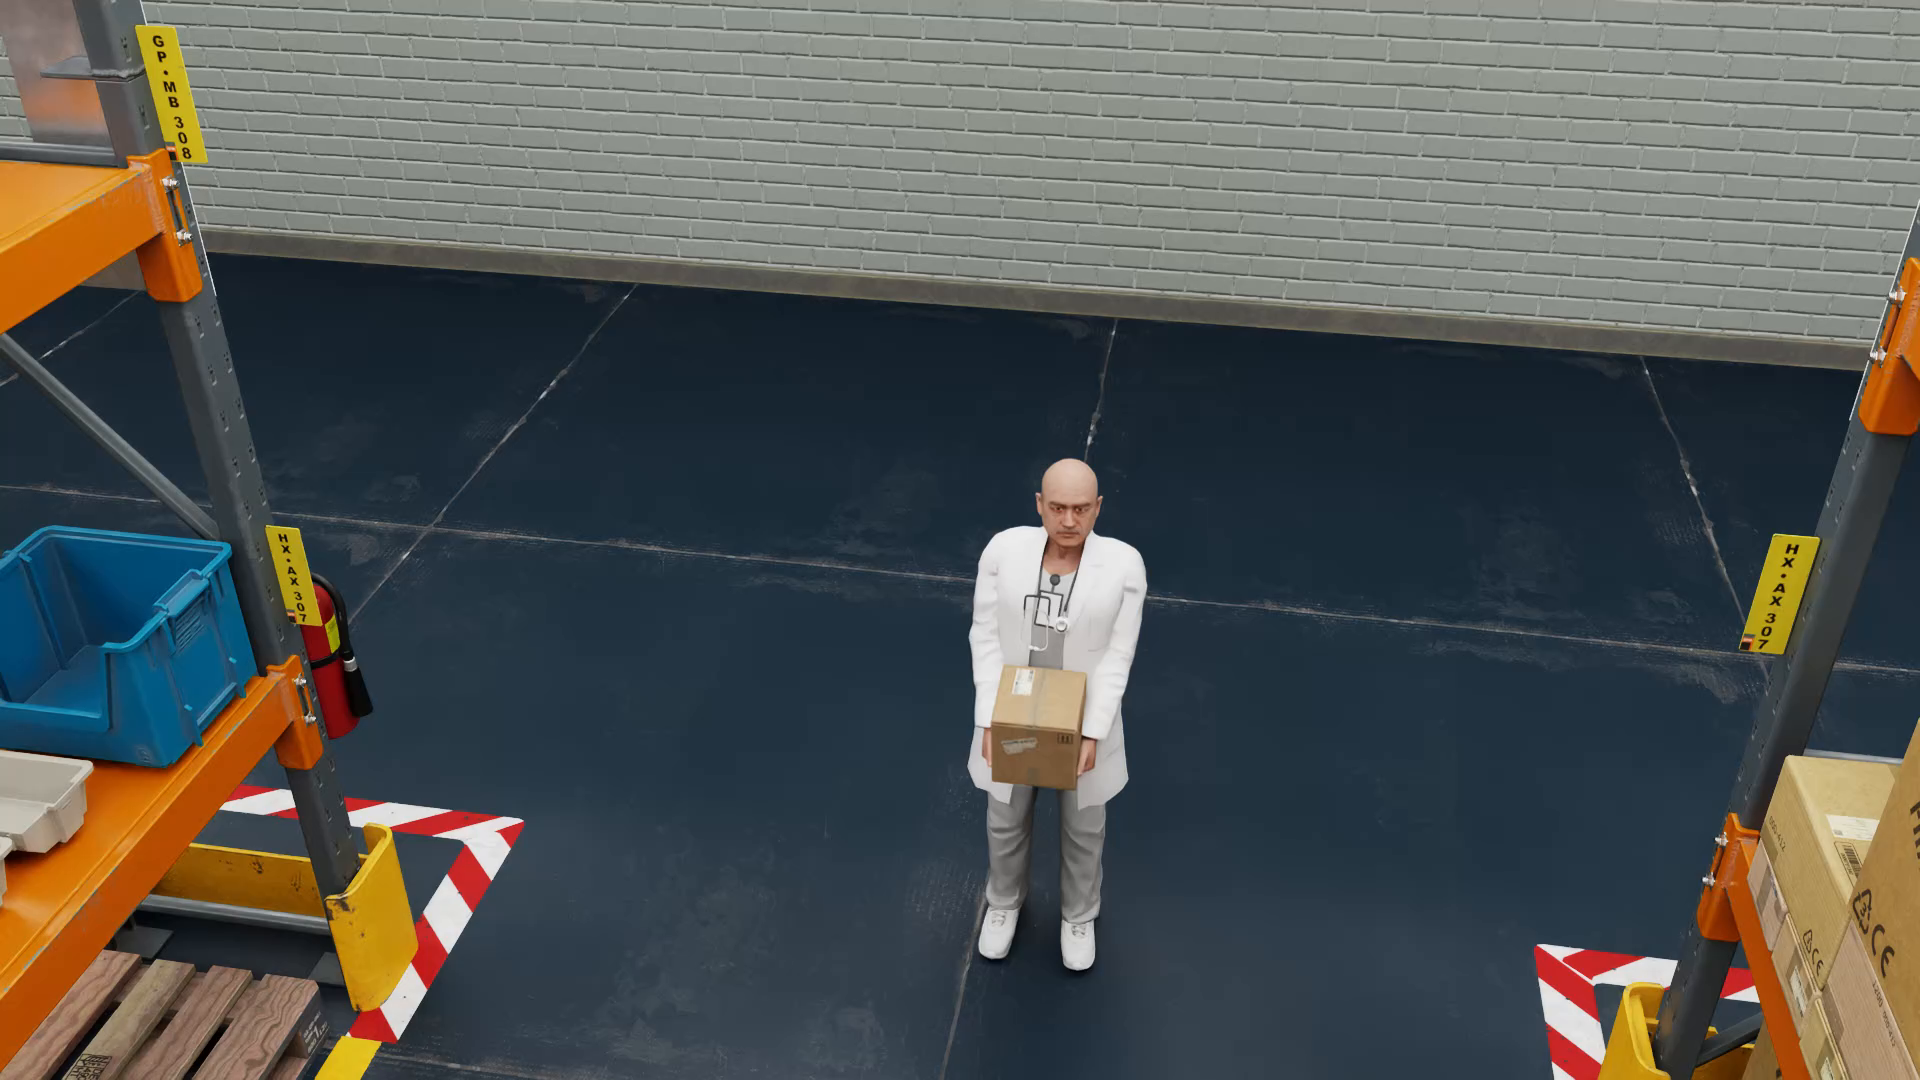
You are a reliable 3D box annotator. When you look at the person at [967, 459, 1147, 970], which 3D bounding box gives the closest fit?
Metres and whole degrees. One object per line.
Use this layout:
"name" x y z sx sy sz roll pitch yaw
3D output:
"person" 0.275 0.636 5.178 0.530 1.724 0.563 5 32 8
